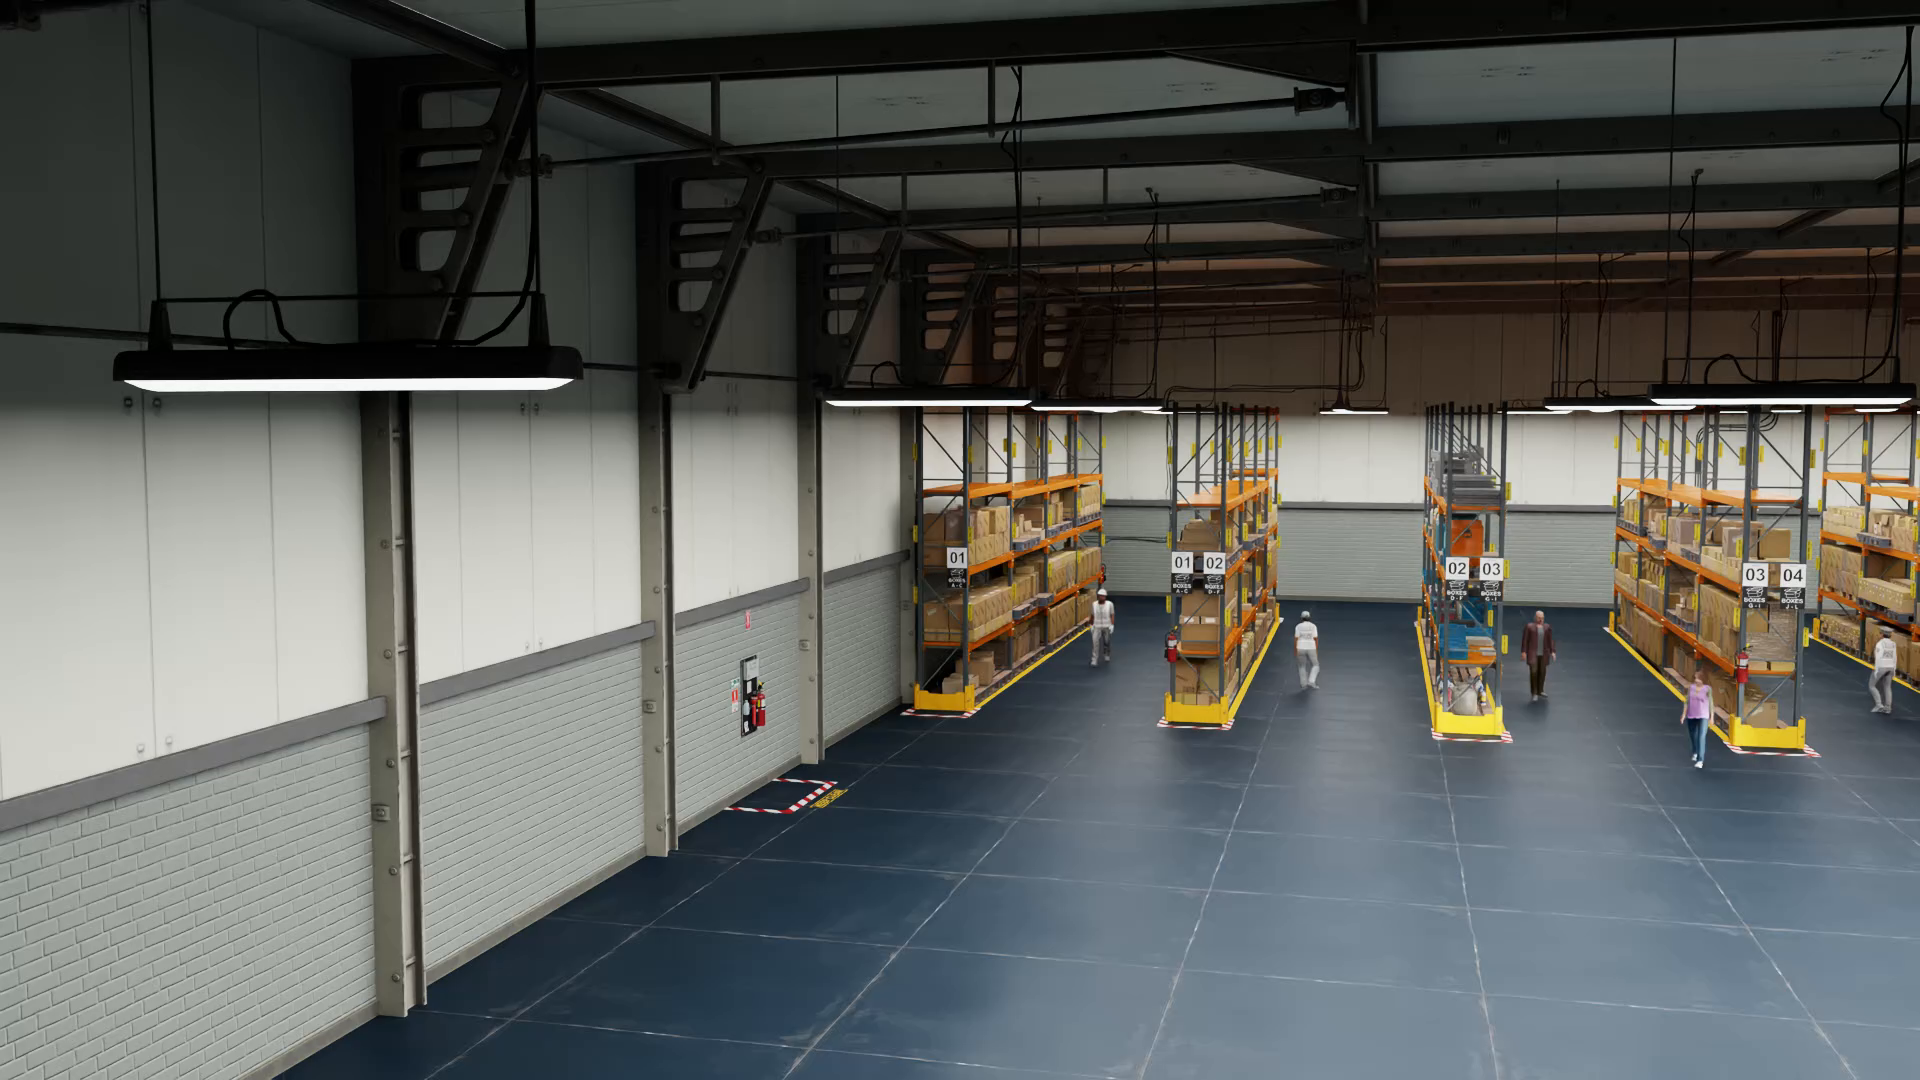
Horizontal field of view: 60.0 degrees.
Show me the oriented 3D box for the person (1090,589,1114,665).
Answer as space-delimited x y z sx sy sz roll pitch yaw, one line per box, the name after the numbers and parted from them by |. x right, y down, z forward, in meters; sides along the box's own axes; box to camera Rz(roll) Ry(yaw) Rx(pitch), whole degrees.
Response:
3.274 2.001 38.366 0.567 1.707 1.087 1 4 9 | person

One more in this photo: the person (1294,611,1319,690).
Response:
7.272 2.329 34.857 0.535 1.656 0.506 1 4 15 | person

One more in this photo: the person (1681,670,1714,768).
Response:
12.126 2.922 27.324 0.825 1.565 0.442 -4 6 -44 | person

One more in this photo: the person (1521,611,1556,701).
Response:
11.760 2.365 33.785 0.661 1.865 0.516 0 4 -1 | person

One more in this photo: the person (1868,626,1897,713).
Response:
17.872 2.512 32.171 0.514 1.691 0.377 -1 4 -12 | person
